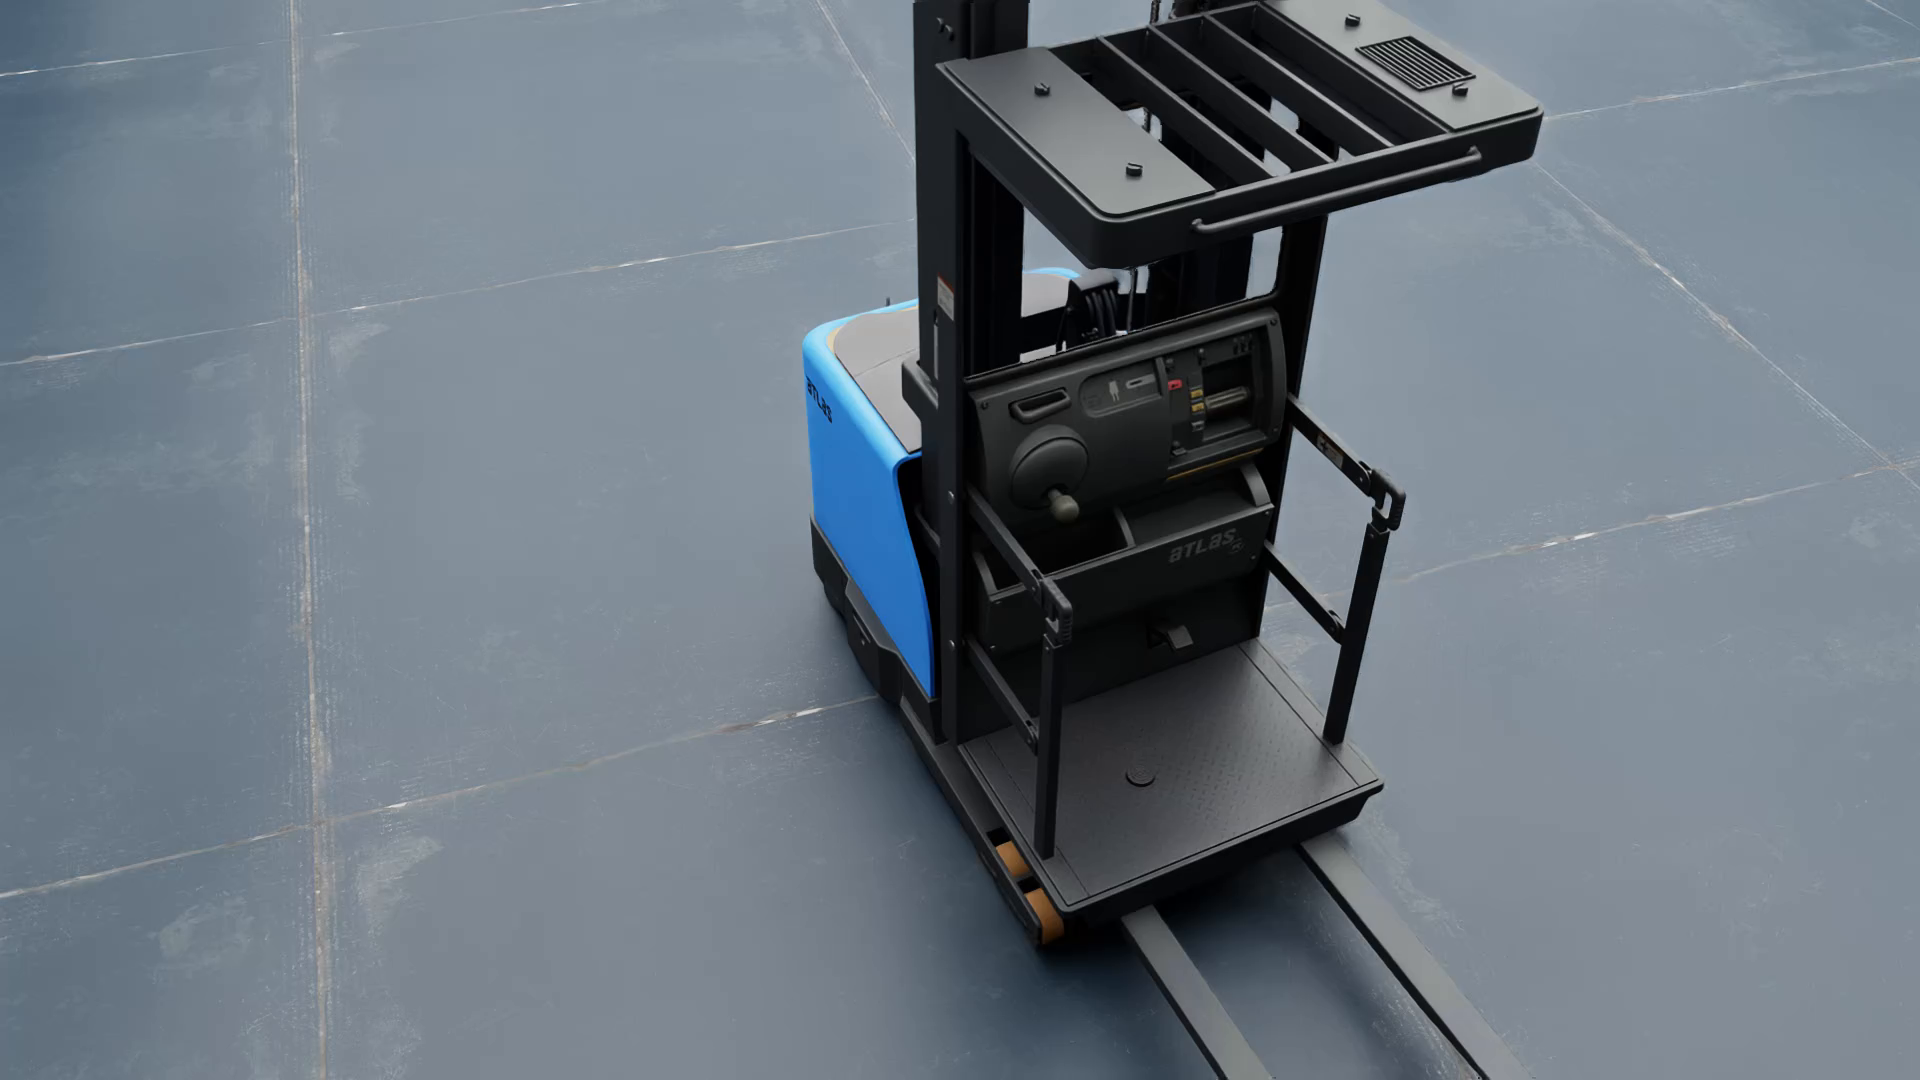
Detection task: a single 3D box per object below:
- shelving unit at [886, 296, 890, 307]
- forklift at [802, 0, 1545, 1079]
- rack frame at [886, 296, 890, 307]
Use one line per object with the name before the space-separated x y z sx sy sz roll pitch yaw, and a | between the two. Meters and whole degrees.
shelving unit | -0.114 -0.482 6.118 0.210 0.900 0.258 -19 44 -20
forklift | 0.565 -0.251 4.309 1.130 2.935 3.031 -18 44 -19
rack frame | -0.204 -0.452 6.083 0.006 0.900 0.240 -19 44 -20
